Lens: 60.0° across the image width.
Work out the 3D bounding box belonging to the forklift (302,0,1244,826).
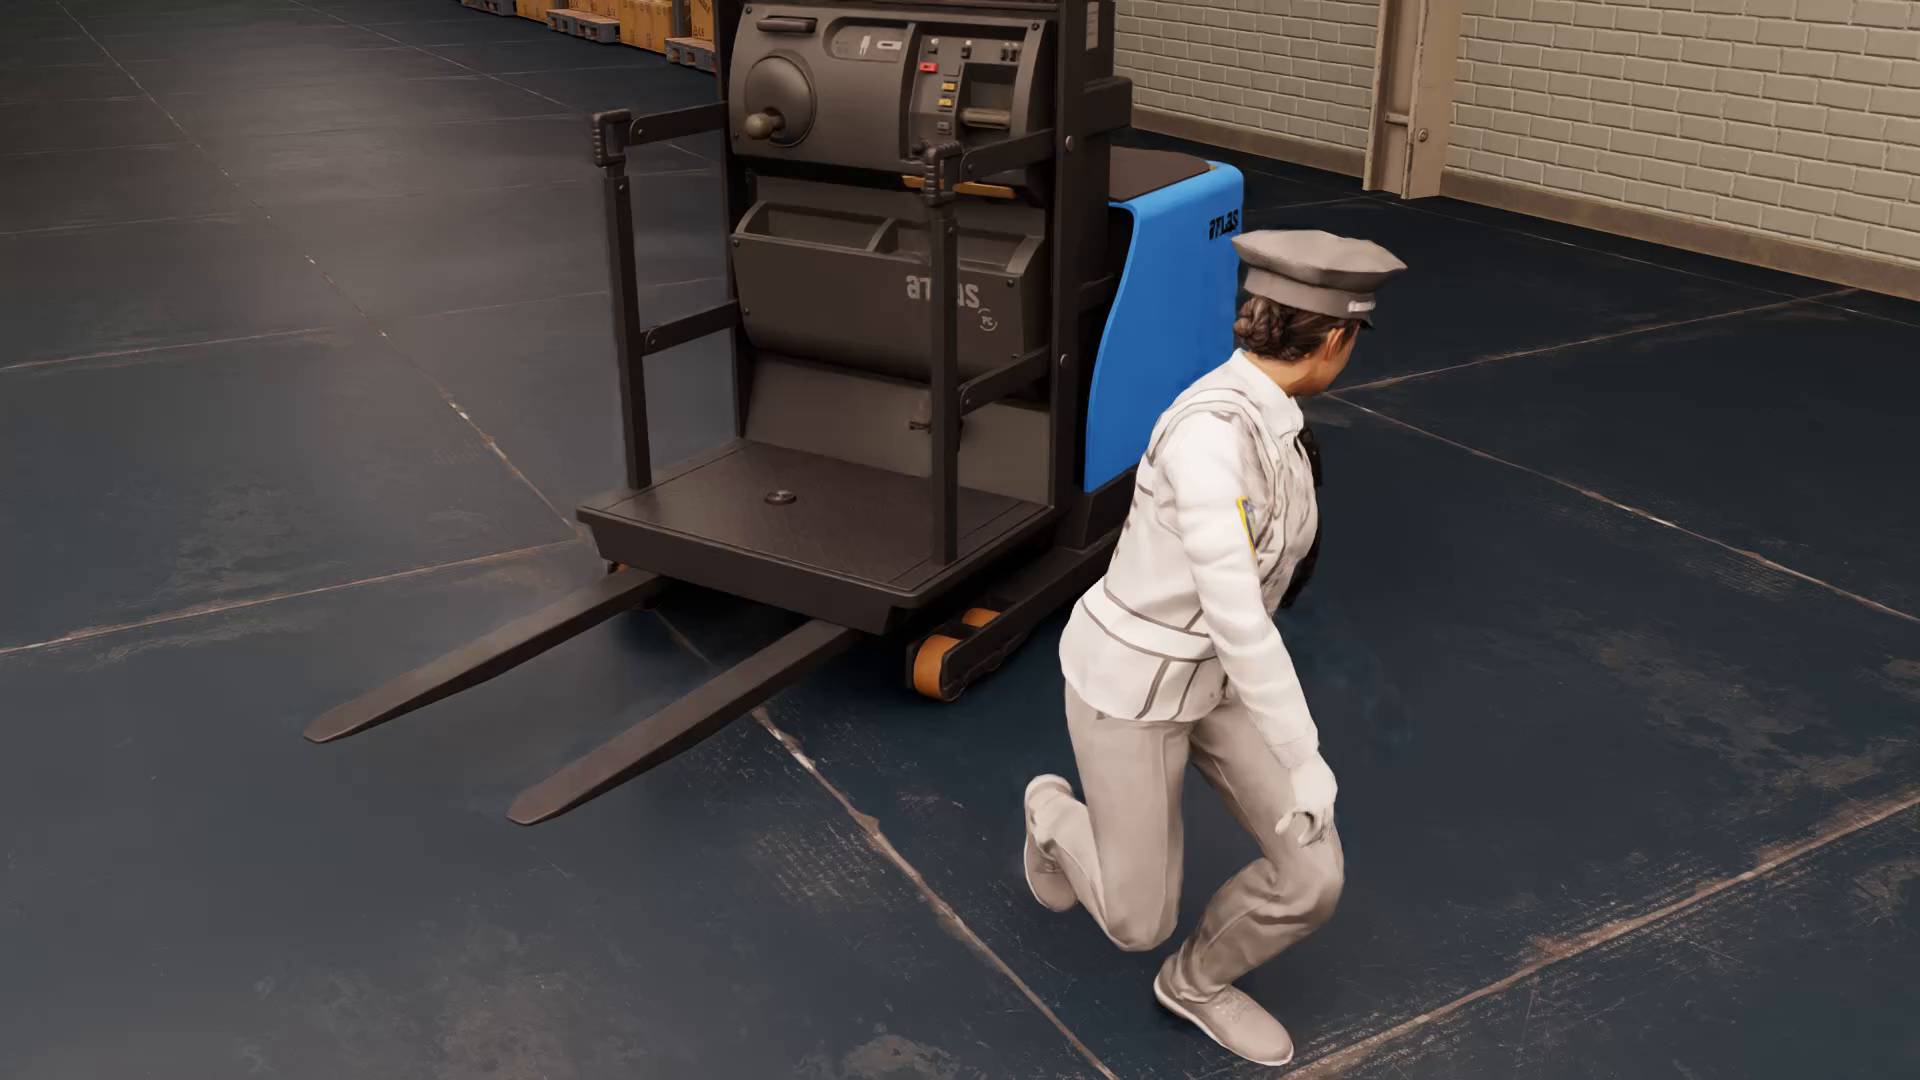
[{"bbox_3d":[-0.315,-1.154,4.087,1.130,2.935,3.031,13,26,29],"label":"forklift"}]

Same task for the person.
[{"bbox_3d":[0.418,0.179,2.841,0.583,1.449,0.756,-20,30,-40],"label":"person"}]
